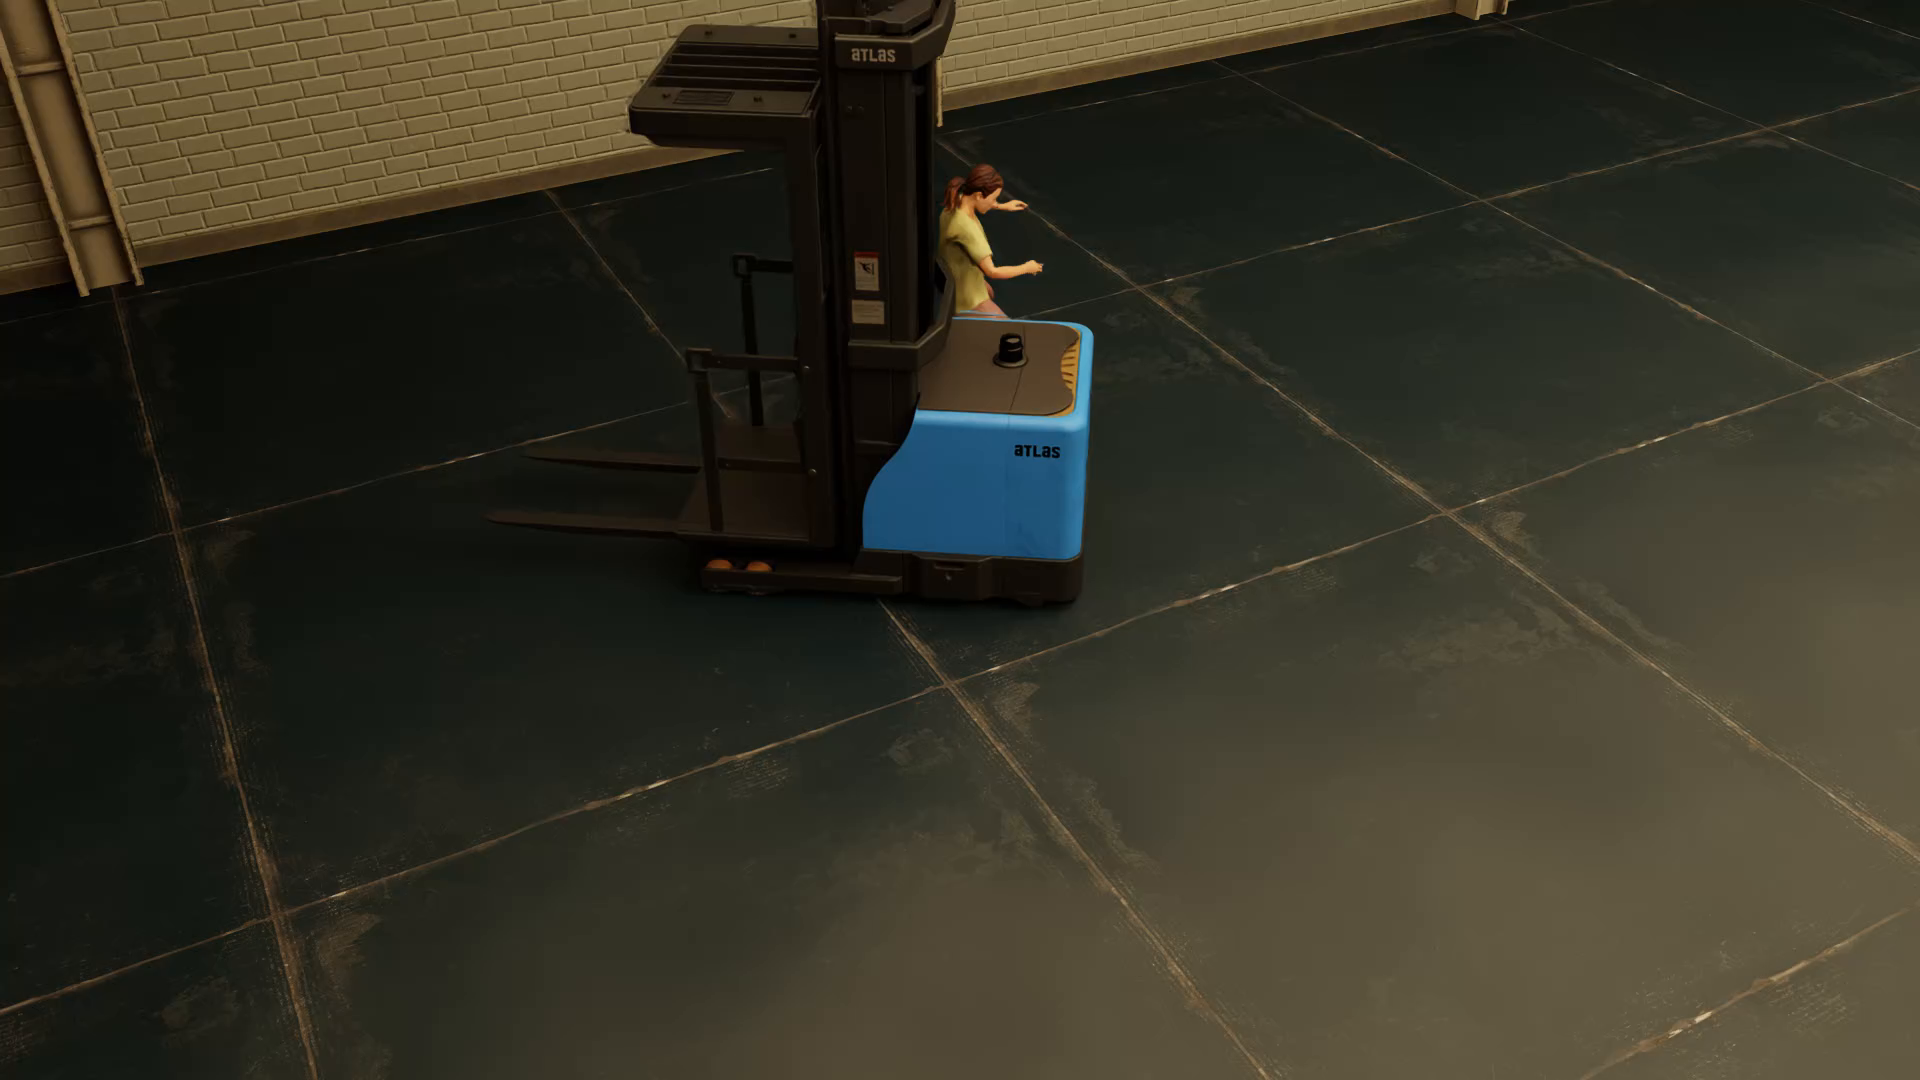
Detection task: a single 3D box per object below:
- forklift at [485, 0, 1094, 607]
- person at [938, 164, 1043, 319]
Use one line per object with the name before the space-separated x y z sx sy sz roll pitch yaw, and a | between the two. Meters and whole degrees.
forklift | -0.868 -1.222 7.852 3.031 2.935 1.130 3 35 5
person | 0.183 -1.460 9.474 0.679 1.474 1.222 -6 36 -9
